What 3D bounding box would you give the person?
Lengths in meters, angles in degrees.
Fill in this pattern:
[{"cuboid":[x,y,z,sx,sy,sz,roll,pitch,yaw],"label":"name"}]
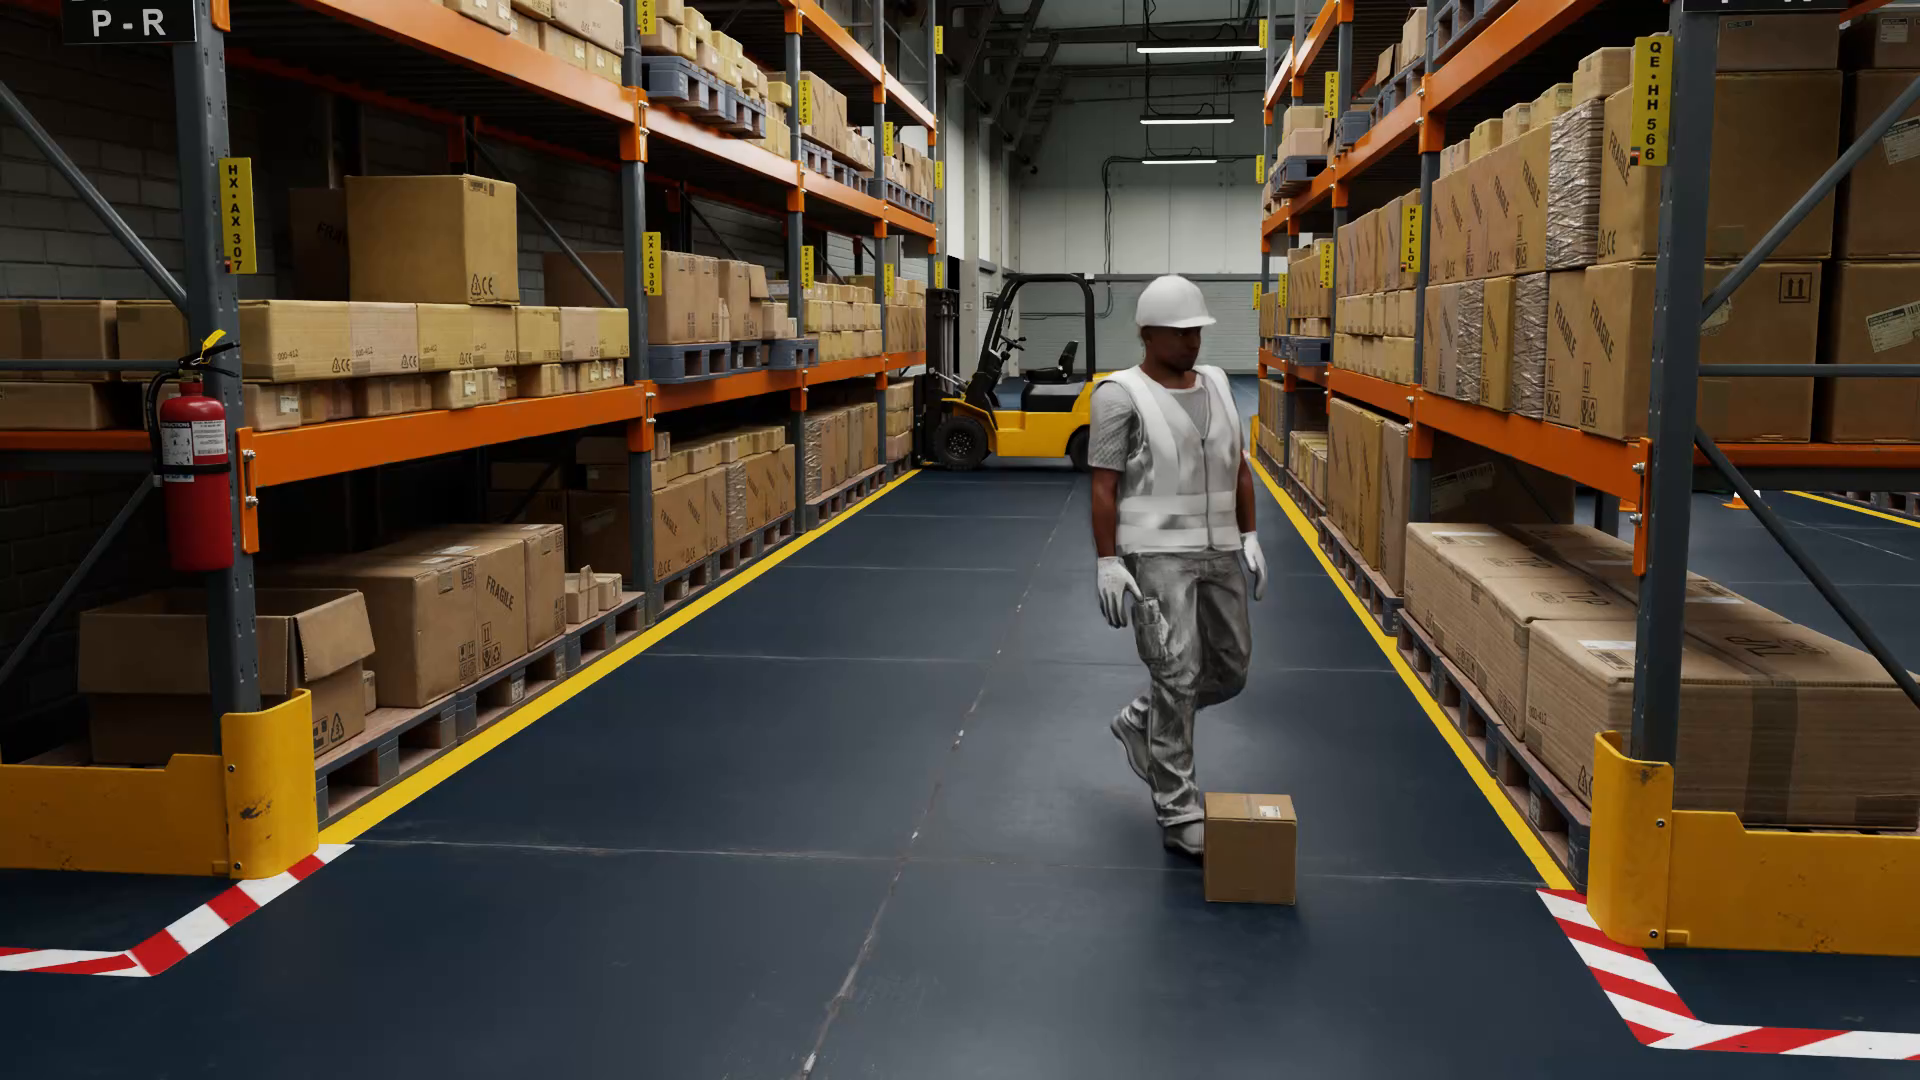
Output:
[{"cuboid":[0.681,0.058,5.270,0.575,1.770,0.807,-5,9,-33],"label":"person"}]
